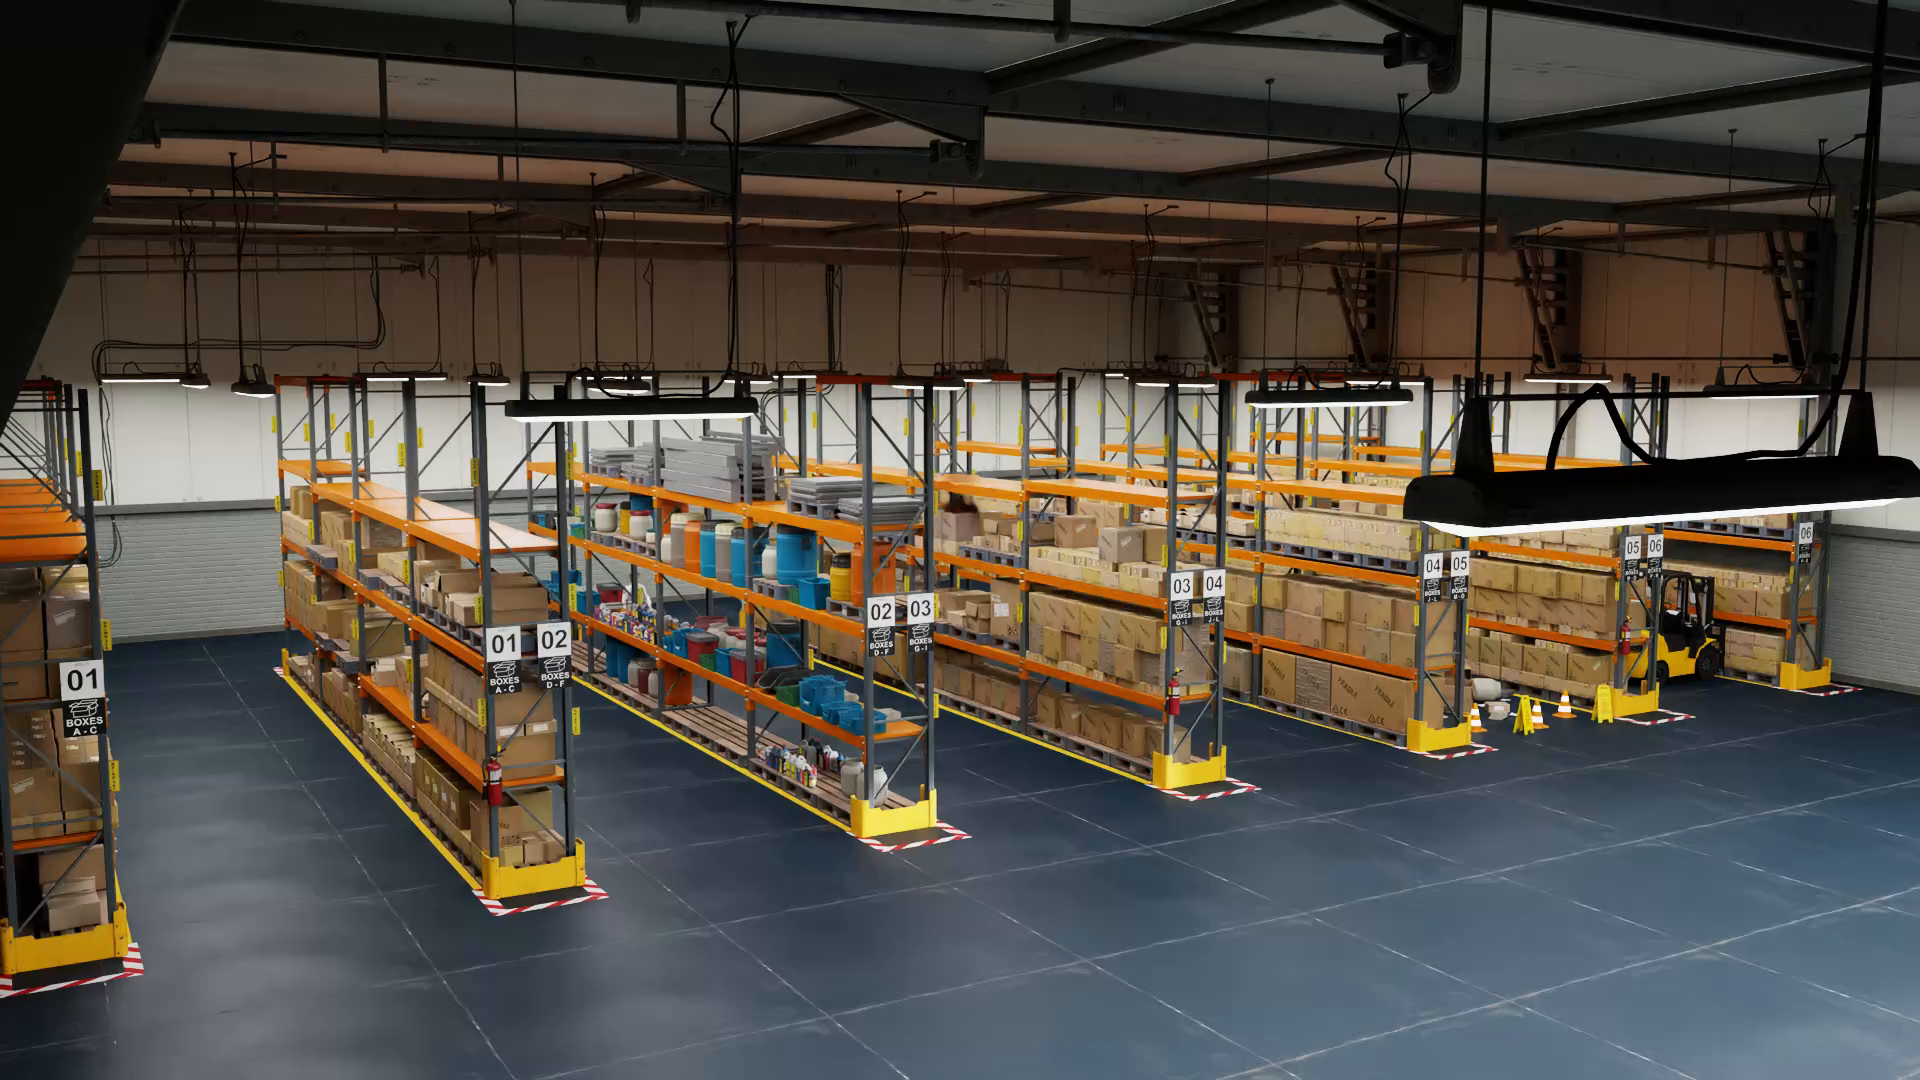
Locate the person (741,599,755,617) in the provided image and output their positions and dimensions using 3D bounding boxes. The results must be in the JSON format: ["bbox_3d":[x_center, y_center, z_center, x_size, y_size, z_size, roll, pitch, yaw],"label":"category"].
[{"bbox_3d":[-4.979,1.250,39.338,0.504,1.652,0.725,-2,7,-19],"label":"person"}]

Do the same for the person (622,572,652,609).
[{"bbox_3d":[-7.133,1.530,36.685,0.934,1.674,0.582,6,9,45],"label":"person"}]
